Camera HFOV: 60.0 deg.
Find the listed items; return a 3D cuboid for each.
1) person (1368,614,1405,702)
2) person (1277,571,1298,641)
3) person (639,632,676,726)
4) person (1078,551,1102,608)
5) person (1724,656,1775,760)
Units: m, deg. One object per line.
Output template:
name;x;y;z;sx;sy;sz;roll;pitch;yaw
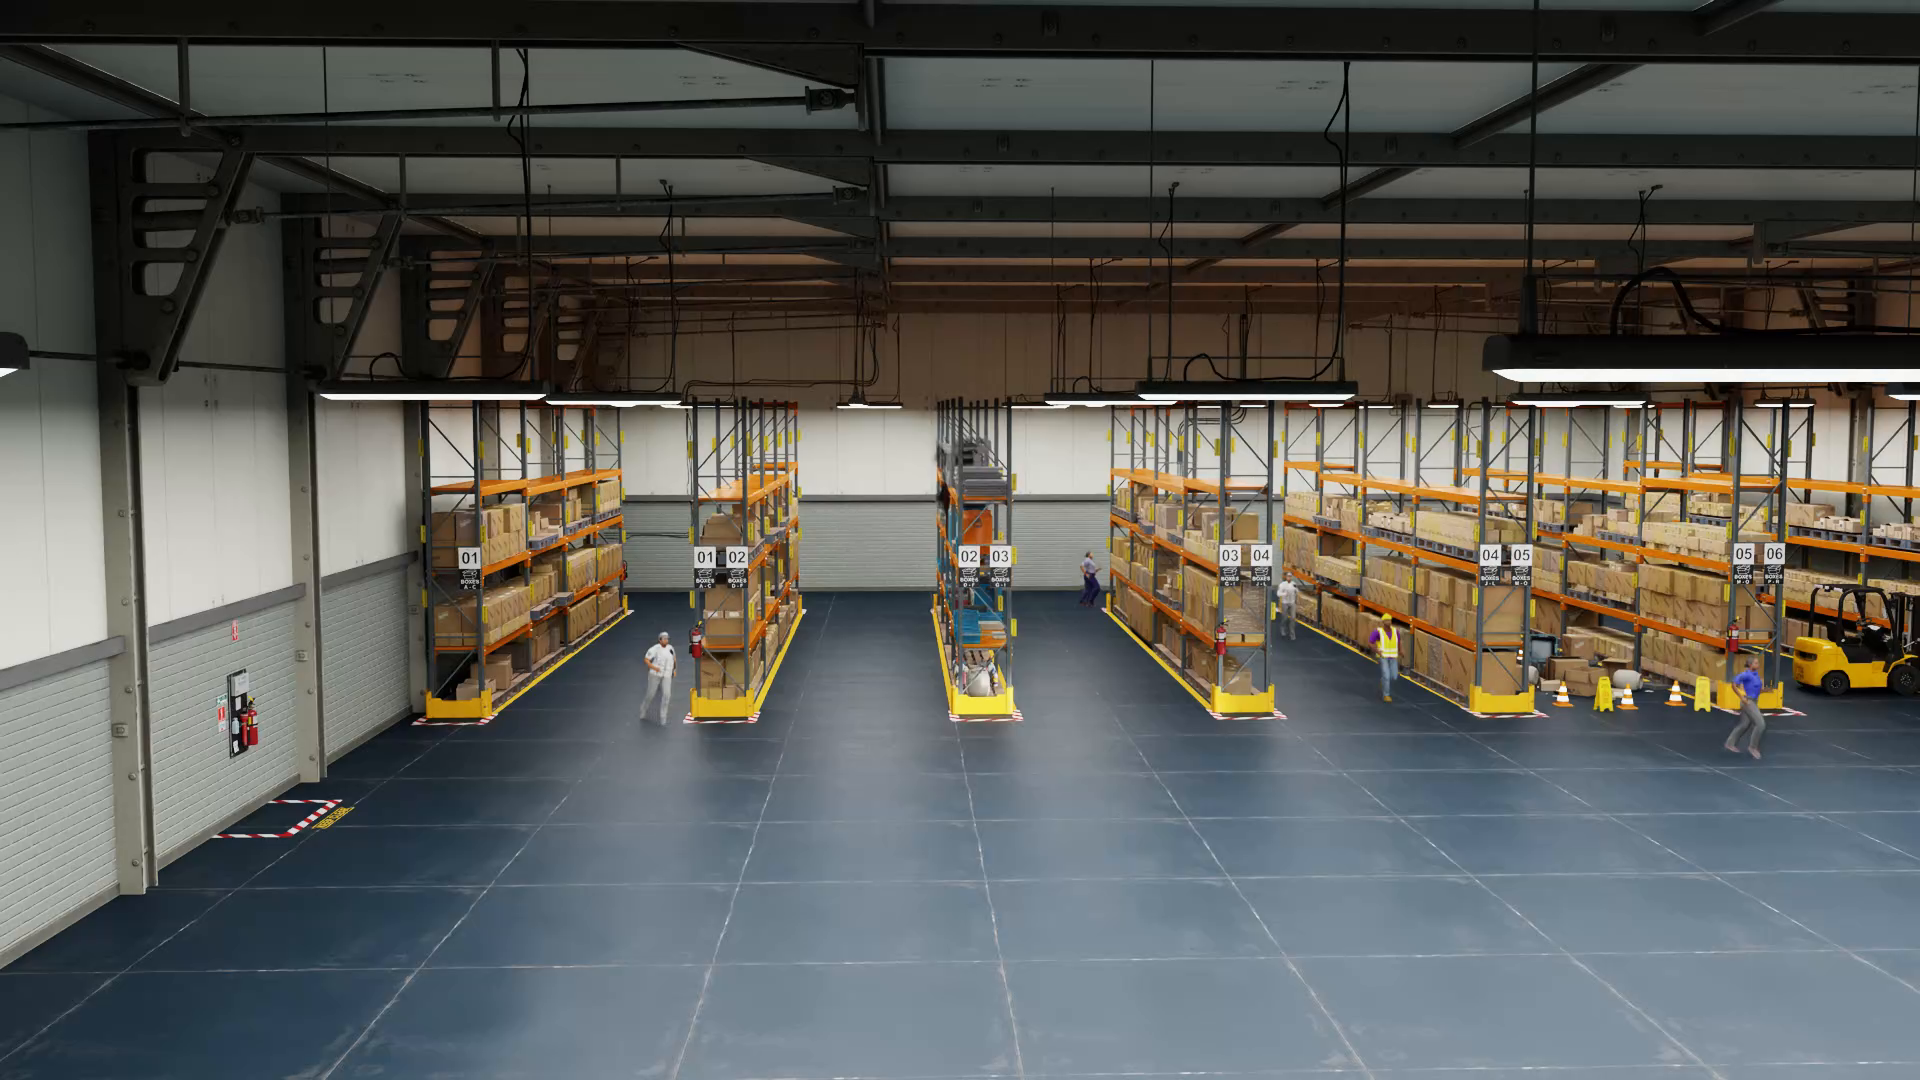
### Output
person;8.451;2.321;33.032;0.702;1.723;0.591;-1;4;-9
person;8.262;1.624;41.815;0.605;1.713;0.855;0;4;-4
person;-5.520;2.540;30.658;0.688;1.686;0.845;-2;5;-29
person;3.822;1.150;48.744;0.686;1.680;0.580;0;4;4
person;13.077;2.782;27.539;0.741;1.716;0.543;3;6;38
